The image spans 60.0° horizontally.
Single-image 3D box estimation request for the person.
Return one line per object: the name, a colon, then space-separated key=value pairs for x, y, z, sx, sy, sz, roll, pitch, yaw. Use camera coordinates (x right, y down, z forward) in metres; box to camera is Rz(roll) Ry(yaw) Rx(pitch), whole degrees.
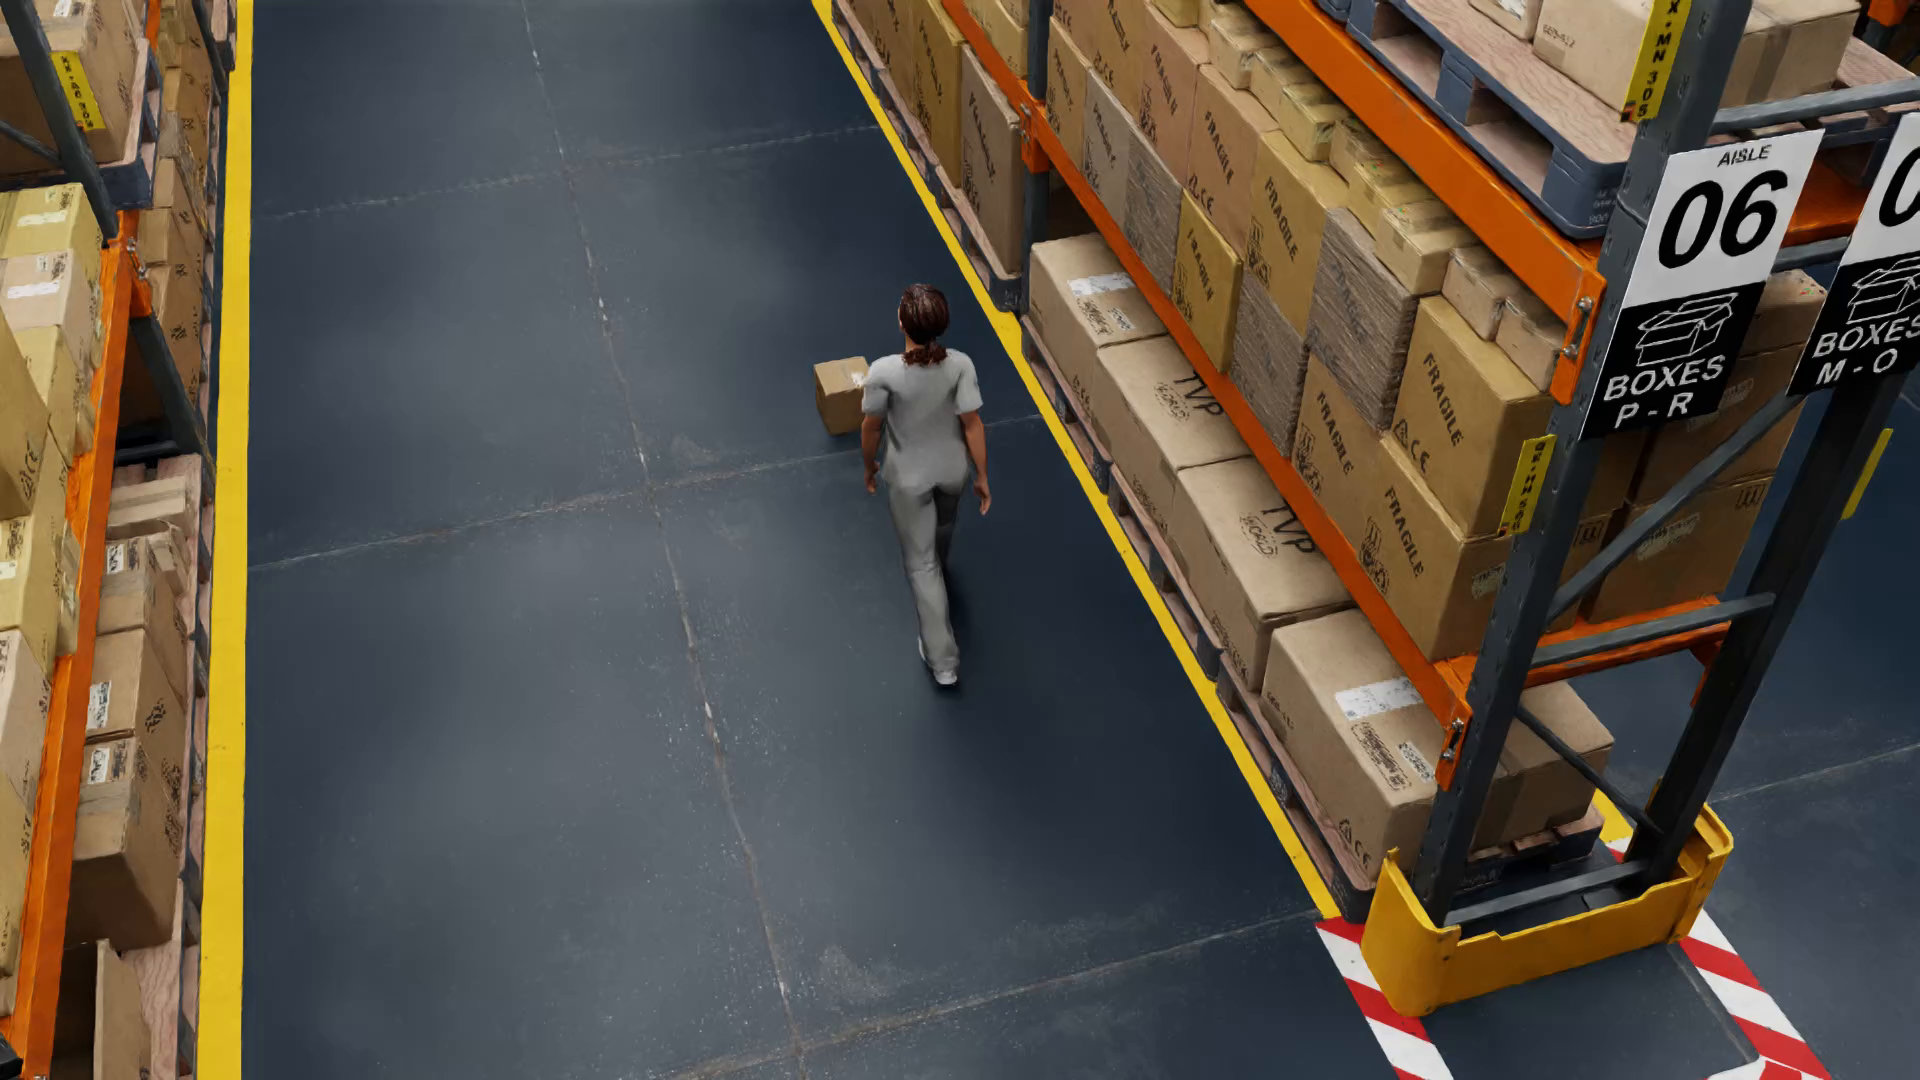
person: x=-0.157 y=-0.300 z=6.507 sx=0.456 sy=1.619 sz=0.953 roll=-11 pitch=44 yaw=-12
